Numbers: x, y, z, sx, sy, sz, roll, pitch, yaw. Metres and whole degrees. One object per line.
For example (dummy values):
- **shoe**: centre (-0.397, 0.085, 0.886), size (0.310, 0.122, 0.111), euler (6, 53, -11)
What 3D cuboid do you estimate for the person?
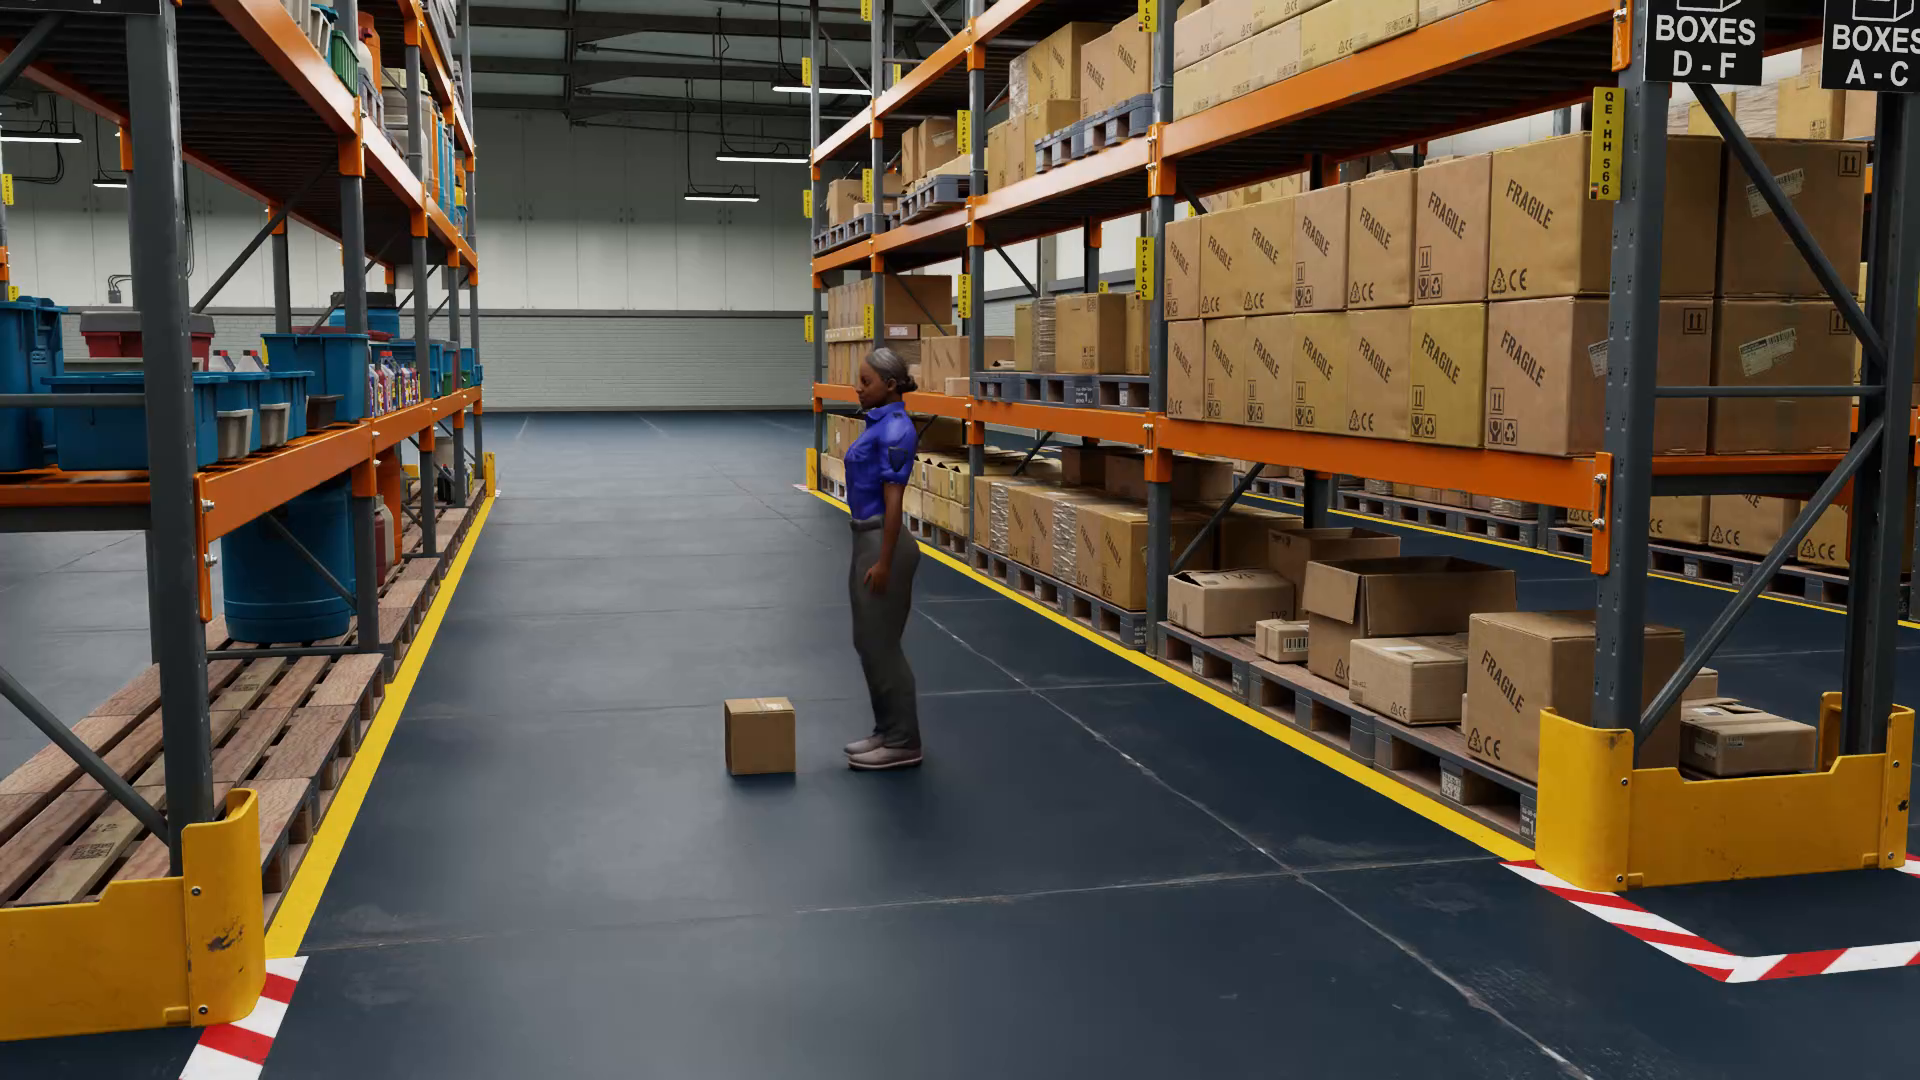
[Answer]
- **person**: centre (-0.311, 0.073, 6.597), size (0.303, 1.663, 0.437), euler (-1, 6, -12)
